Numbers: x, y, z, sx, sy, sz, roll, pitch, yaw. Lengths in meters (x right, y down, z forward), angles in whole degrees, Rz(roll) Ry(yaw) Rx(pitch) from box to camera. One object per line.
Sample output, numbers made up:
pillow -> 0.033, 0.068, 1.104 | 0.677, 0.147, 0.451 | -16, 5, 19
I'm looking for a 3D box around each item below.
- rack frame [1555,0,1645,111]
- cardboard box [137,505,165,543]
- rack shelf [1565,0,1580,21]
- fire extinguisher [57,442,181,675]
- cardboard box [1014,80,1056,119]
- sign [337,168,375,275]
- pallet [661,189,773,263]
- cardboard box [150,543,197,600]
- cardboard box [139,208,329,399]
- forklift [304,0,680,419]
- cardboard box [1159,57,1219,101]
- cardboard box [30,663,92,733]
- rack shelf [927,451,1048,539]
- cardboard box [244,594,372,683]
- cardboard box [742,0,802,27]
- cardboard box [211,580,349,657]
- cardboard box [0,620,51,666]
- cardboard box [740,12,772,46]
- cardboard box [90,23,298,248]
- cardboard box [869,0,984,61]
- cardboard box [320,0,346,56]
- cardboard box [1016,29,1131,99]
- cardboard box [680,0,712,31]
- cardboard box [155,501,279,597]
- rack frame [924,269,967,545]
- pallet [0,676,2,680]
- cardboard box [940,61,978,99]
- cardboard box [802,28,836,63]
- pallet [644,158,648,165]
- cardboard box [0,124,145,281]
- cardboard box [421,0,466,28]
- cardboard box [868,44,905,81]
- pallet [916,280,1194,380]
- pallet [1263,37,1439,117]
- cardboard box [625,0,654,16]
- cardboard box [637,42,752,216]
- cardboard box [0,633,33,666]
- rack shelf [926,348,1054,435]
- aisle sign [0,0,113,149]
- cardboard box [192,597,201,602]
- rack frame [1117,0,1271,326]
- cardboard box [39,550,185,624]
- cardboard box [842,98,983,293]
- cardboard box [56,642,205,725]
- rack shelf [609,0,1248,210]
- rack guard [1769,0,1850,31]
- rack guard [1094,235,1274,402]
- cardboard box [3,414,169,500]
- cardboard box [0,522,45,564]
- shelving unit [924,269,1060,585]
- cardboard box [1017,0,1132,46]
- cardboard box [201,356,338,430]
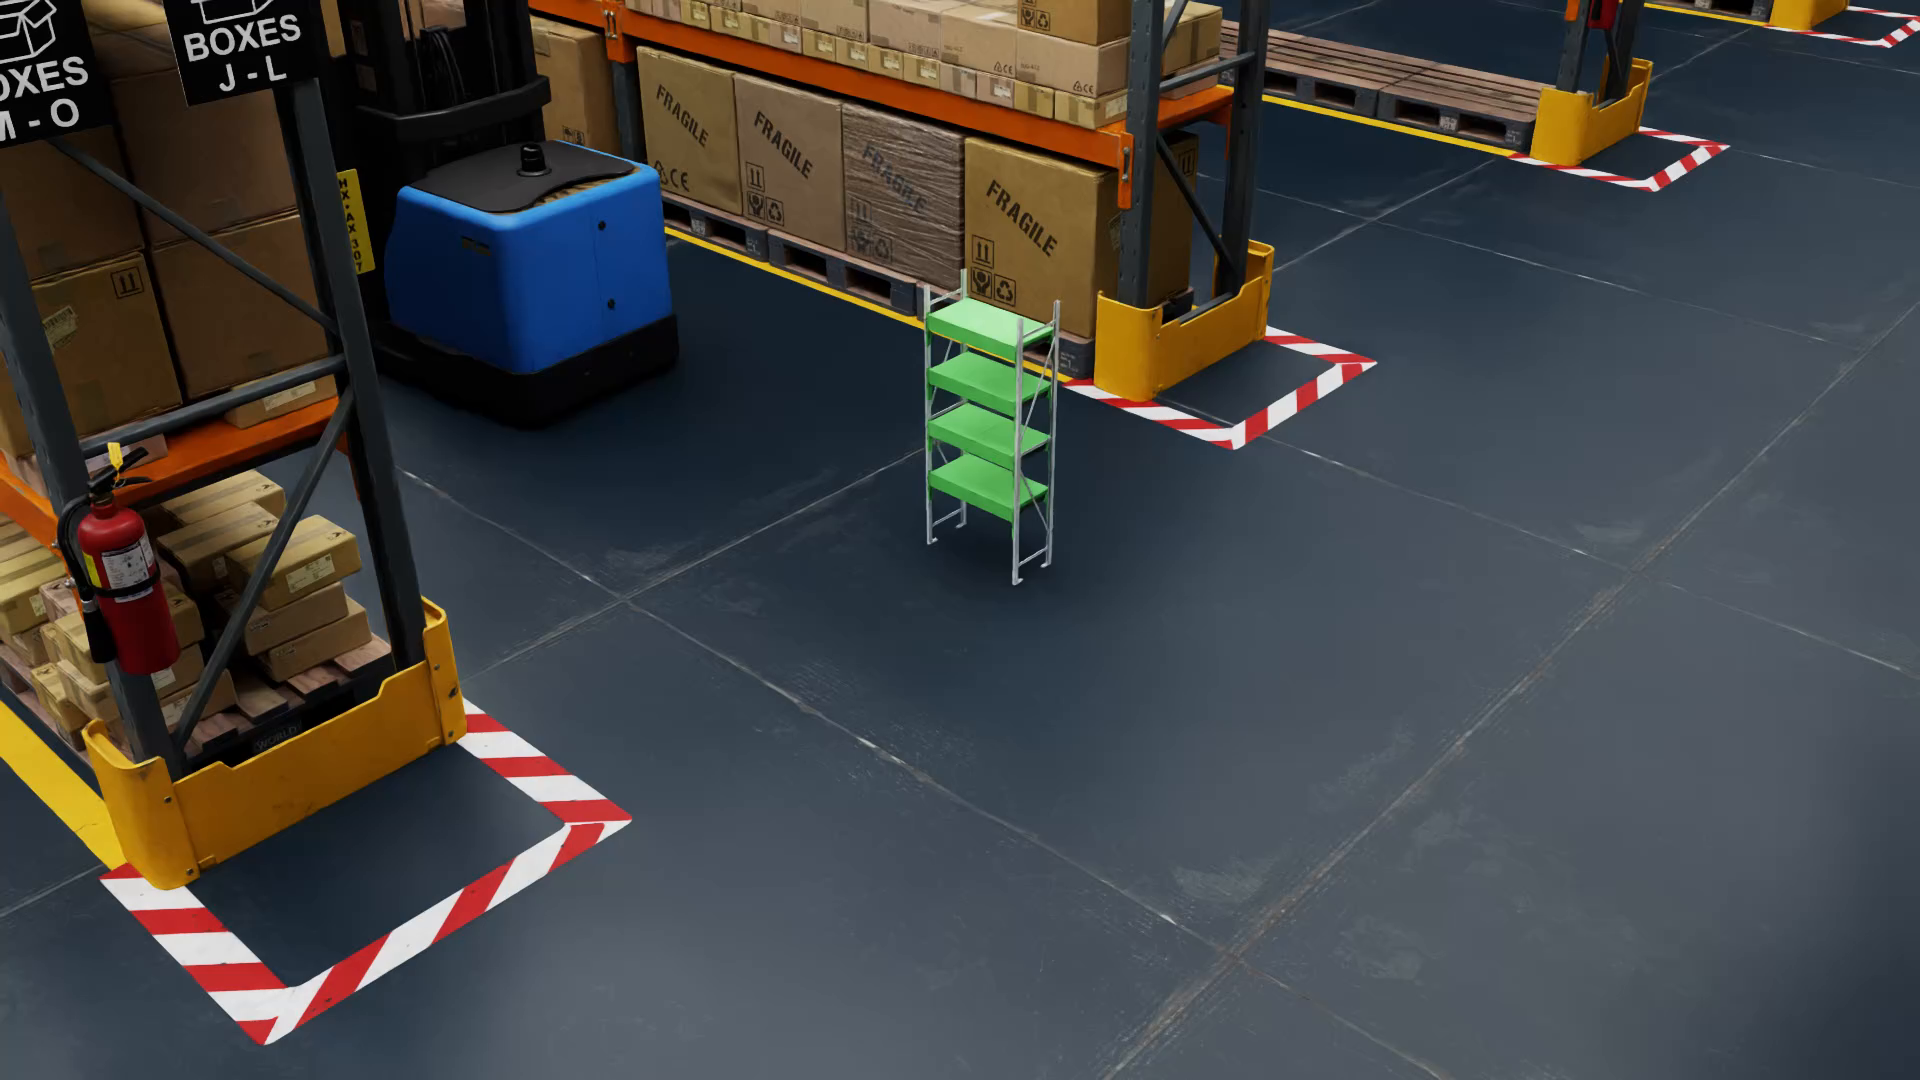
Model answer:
rack frame -> 4.488, -4.152, 11.238 | 0.127, 3.000, 1.000 | 25, 39, 35
cardboard box -> -3.025, -0.161, 6.389 | 0.250, 0.149, 0.380 | 23, 38, 33
rack shelf -> 3.005, -4.536, 12.574 | 4.000, 0.370, 1.077 | 25, 39, 35
fire extinguisher -> -2.362, 0.060, 4.678 | 0.183, 0.674, 0.296 | 25, 39, 35
cardboard box -> 0.485, -2.237, 8.301 | 0.250, 0.149, 0.380 | 25, 39, 36
sign -> -1.875, -0.975, 5.121 | 0.005, 0.325, 0.100 | 25, 39, 35
pallet -> -1.290, -2.154, 10.624 | 1.213, 0.211, 1.003 | 25, 39, 35
cardboard box -> -2.861, 0.071, 6.292 | 0.250, 0.149, 0.380 | 26, 39, 36
cardboard box -> -2.387, -0.827, 5.331 | 0.500, 0.500, 0.500 | 27, 40, 37
forklift -> -2.944, -2.455, 8.486 | 3.031, 2.935, 1.130 | 22, 37, 32
cardboard box -> 1.122, -2.399, 8.571 | 0.250, 0.149, 0.380 | 26, 39, 36
cardboard box -> -3.028, 0.493, 5.880 | 0.250, 0.149, 0.380 | 26, 40, 36
rack shelf -> 0.123, -0.196, 7.002 | 0.480, 0.148, 0.258 | 25, 39, 35
cardboard box -> -2.413, 0.342, 6.131 | 0.250, 0.149, 0.380 | 26, 40, 36
cardboard box -> -0.876, -3.091, 9.334 | 0.500, 0.250, 0.500 | 26, 40, 36
cardboard box -> -2.455, 0.238, 6.014 | 0.250, 0.149, 0.380 | 27, 40, 37
cardboard box -> -3.208, 0.265, 5.970 | 0.250, 0.149, 0.380 | 23, 38, 33
cardboard box -> -1.029, -2.944, 9.476 | 0.250, 0.149, 0.380 | 24, 39, 34
cardboard box -> -2.394, -1.252, 5.066 | 0.500, 0.500, 0.500 | 25, 39, 35
cardboard box -> -0.126, -2.739, 8.749 | 0.500, 0.250, 0.500 | 24, 38, 34
cardboard box -> -4.270, -4.049, 12.721 | 0.875, 0.875, 1.225 | 23, 38, 33
cardboard box -> 0.627, -2.387, 8.164 | 0.500, 0.250, 0.500 | 24, 39, 34
cardboard box -> -1.415, -3.123, 9.773 | 0.250, 0.149, 0.380 | 27, 40, 37
cardboard box -> -2.685, 0.030, 6.072 | 0.250, 0.149, 0.380 | 26, 40, 36
rack frame -> -0.058, -0.541, 6.986 | 0.015, 1.200, 0.240 | 25, 39, 35
pallet -> -3.774, 0.055, 6.953 | 1.213, 0.211, 1.003 | 25, 39, 35
cardboard box -> 0.115, -2.411, 8.591 | 0.250, 0.149, 0.380 | 26, 40, 36
cardboard box -> -0.649, -2.766, 9.180 | 0.250, 0.149, 0.380 | 24, 38, 34
pallet -> -2.424, -2.686, 11.507 | 1.213, 0.211, 1.003 | 25, 39, 35
cardboard box -> -2.745, -1.058, 4.744 | 0.500, 0.500, 0.500 | 24, 39, 34
cardboard box -> -2.953, -3.435, 11.700 | 0.875, 0.875, 1.225 | 24, 38, 34
cardboard box -> -0.272, -2.590, 8.888 | 0.250, 0.149, 0.380 | 25, 39, 35
pallet -> 0.519, -1.310, 9.221 | 1.213, 0.211, 1.003 | 25, 39, 35
pallet -> 3.002, -3.680, 13.158 | 1.213, 0.211, 1.003 | 25, 39, 35
cardboard box -> -1.805, -3.305, 10.075 | 0.250, 0.149, 0.380 | 25, 39, 35
cardboard box -> -1.366, -2.653, 10.401 | 0.875, 0.875, 0.875 | 25, 39, 35
cardboard box -> -3.358, 0.288, 6.221 | 0.250, 0.149, 0.380 | 25, 39, 36
rack shelf -> 0.123, -0.608, 6.755 | 0.480, 0.148, 0.258 | 25, 39, 35
aisle sign -> -2.386, -1.370, 4.097 | 0.004, 0.787, 0.394 | 25, 39, 35
cardboard box -> -2.850, 0.199, 6.368 | 0.250, 0.149, 0.380 | 26, 39, 36
rack frame -> 1.164, -2.258, 8.092 | 0.127, 3.000, 1.000 | 25, 39, 35
cardboard box -> -2.949, 0.195, 5.798 | 0.250, 0.149, 0.380 | 26, 40, 36
cardboard box -> -0.039, -2.033, 9.372 | 0.875, 0.875, 0.875 | 25, 39, 35
cardboard box -> -2.822, 0.444, 5.672 | 0.250, 0.149, 0.380 | 24, 38, 34
rack shelf -> -0.319, -2.642, 9.428 | 4.000, 0.370, 1.077 | 25, 39, 35
rack guard -> 7.758, -5.000, 15.071 | 0.348, 0.500, 1.175 | 25, 39, 35
rack guard -> 1.182, -1.179, 8.723 | 0.348, 0.500, 1.175 | 25, 39, 35
cardboard box -> -2.670, -0.293, 5.072 | 0.250, 0.149, 0.380 | 25, 39, 35
cardboard box -> -3.376, 0.040, 6.055 | 0.250, 0.149, 0.380 | 23, 38, 33
shelving unit -> 0.123, -0.457, 6.845 | 0.503, 1.200, 0.258 | 25, 39, 35
cardboard box -> 0.627, -2.710, 7.974 | 0.500, 0.500, 0.500 | 26, 39, 36
cardboard box -> -2.259, -0.526, 5.459 | 0.250, 0.149, 0.380 | 25, 39, 35
